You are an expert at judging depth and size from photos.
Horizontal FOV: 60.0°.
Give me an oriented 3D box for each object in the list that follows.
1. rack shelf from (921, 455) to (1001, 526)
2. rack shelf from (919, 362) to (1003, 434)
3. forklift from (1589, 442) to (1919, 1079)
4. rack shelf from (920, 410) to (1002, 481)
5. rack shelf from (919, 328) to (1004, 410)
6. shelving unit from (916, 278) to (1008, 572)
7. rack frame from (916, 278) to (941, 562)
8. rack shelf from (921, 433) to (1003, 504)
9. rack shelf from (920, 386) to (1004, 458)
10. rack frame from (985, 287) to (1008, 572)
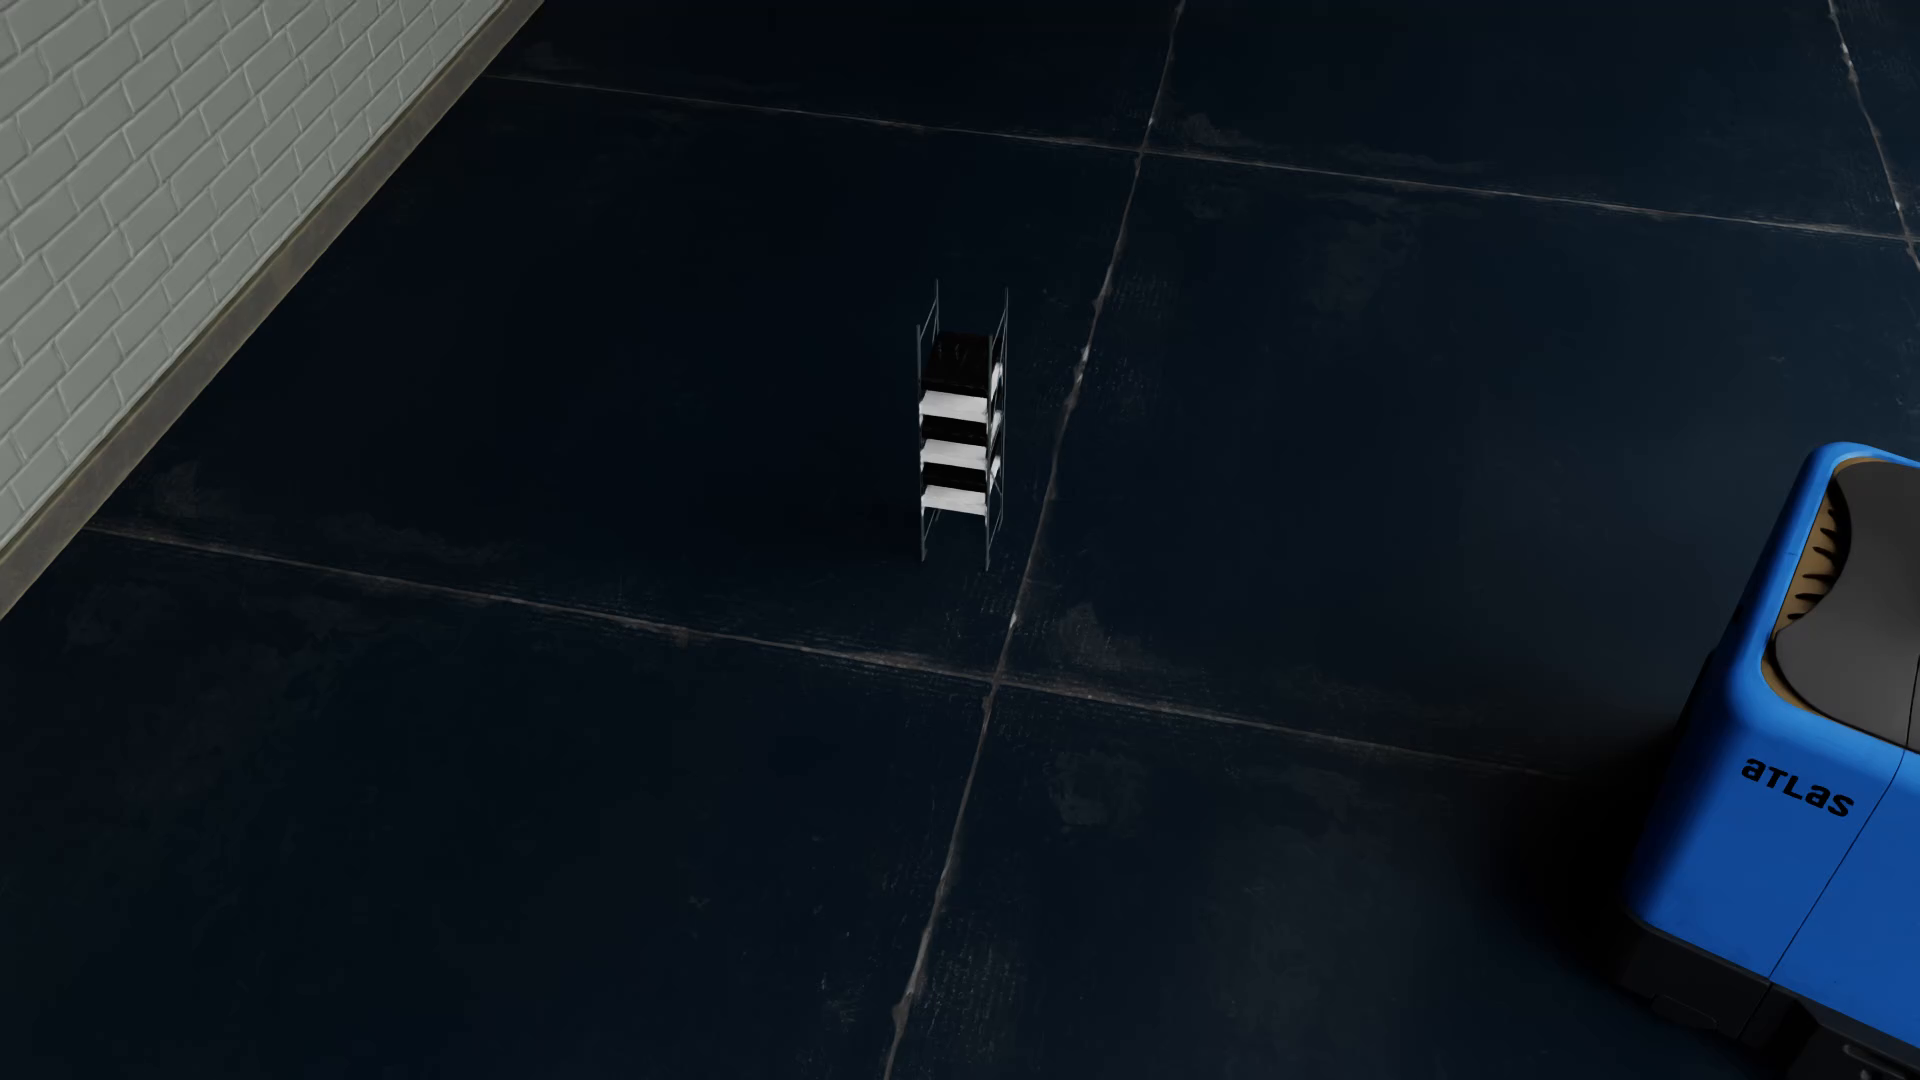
[{"bbox_3d":[0.008,-0.169,5.085,0.200,0.077,0.258,9,45,9],"label":"rack shelf"},{"bbox_3d":[0.008,-0.429,4.835,0.200,0.077,0.258,9,45,9],"label":"rack shelf"},{"bbox_3d":[3.070,0.288,2.837,3.031,2.935,1.130,24,49,23],"label":"forklift"},{"bbox_3d":[0.008,-0.299,4.960,0.200,0.077,0.258,9,45,9],"label":"rack shelf"},{"bbox_3d":[0.008,-0.493,4.773,0.200,0.077,0.258,9,45,9],"label":"rack shelf"},{"bbox_3d":[0.008,-0.323,4.937,0.210,0.900,0.258,9,45,9],"label":"shelving unit"},{"bbox_3d":[-0.091,-0.338,4.953,0.006,0.900,0.240,9,45,9],"label":"rack frame"},{"bbox_3d":[0.008,-0.234,5.022,0.200,0.077,0.258,9,45,9],"label":"rack shelf"},{"bbox_3d":[0.008,-0.364,4.897,0.200,0.077,0.258,9,45,9],"label":"rack shelf"},{"bbox_3d":[0.107,-0.308,4.921,0.006,0.900,0.240,9,45,9],"label":"rack frame"}]
